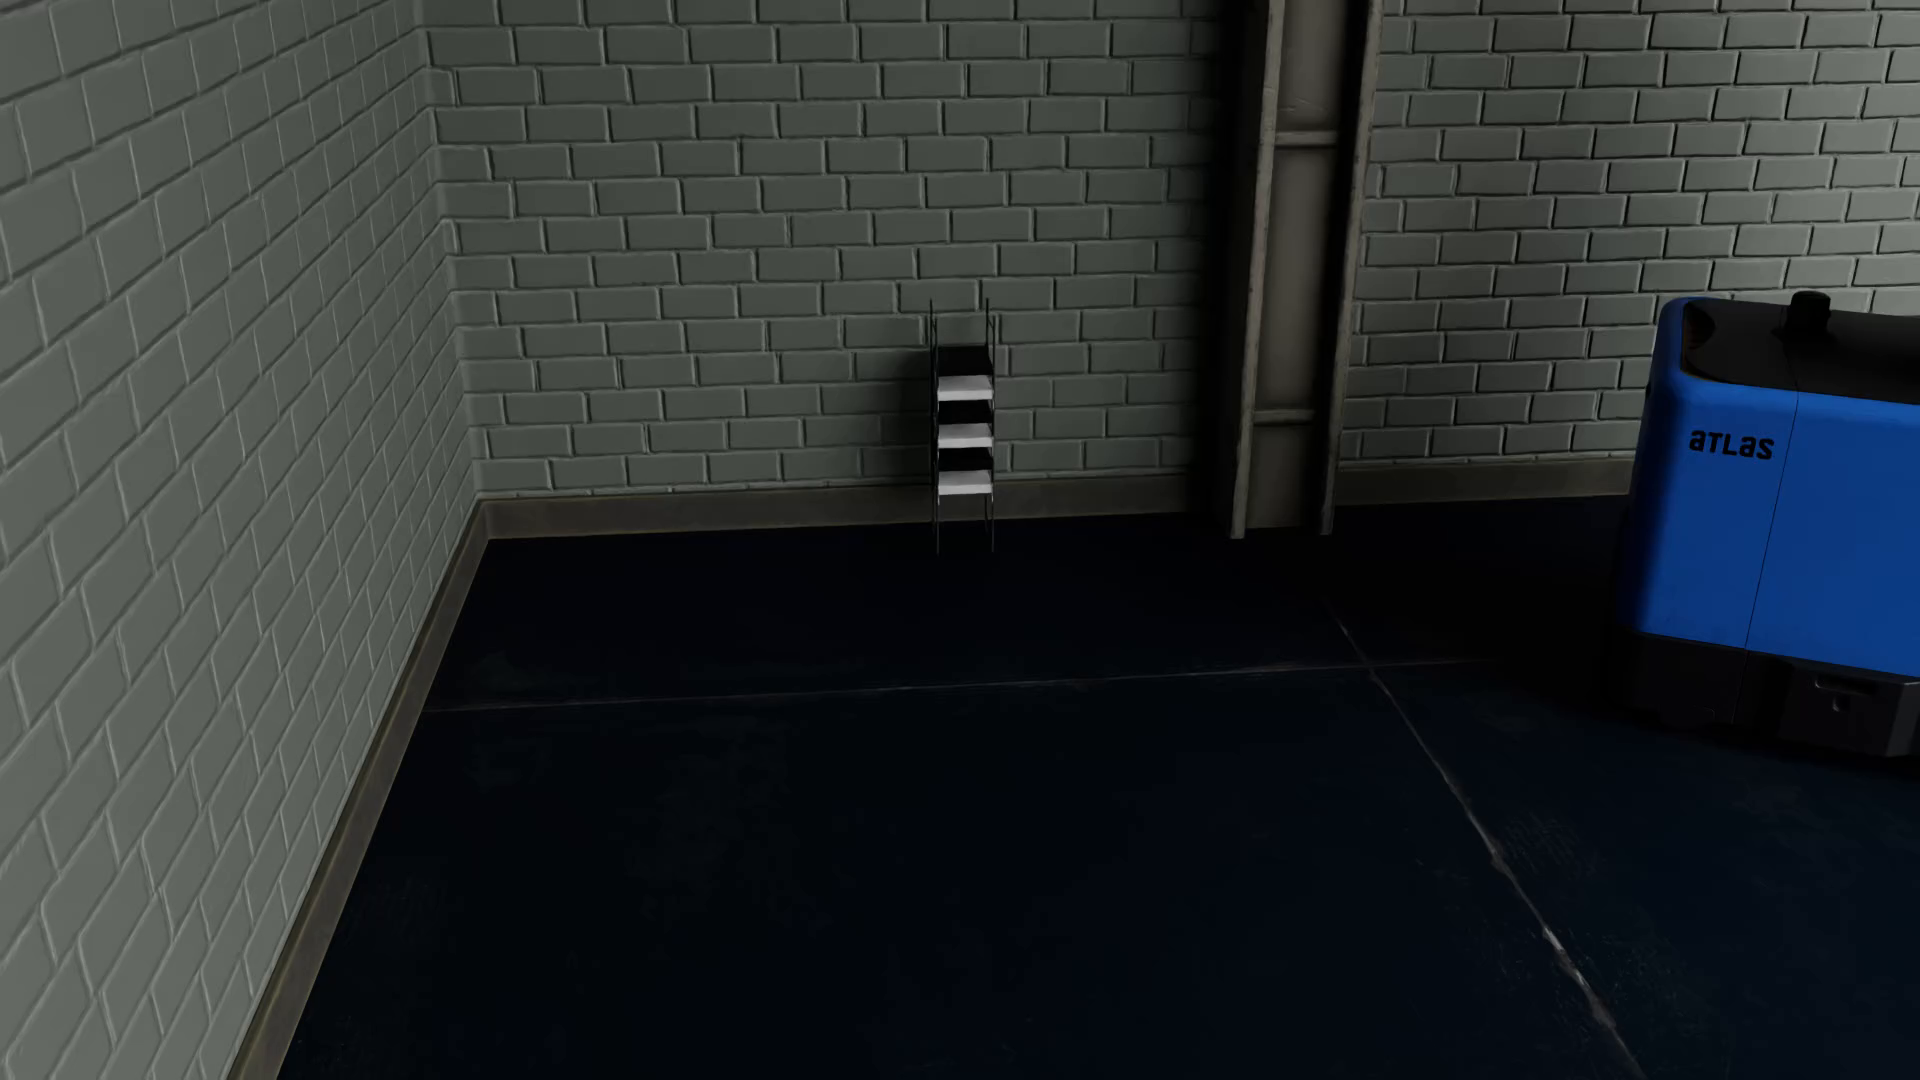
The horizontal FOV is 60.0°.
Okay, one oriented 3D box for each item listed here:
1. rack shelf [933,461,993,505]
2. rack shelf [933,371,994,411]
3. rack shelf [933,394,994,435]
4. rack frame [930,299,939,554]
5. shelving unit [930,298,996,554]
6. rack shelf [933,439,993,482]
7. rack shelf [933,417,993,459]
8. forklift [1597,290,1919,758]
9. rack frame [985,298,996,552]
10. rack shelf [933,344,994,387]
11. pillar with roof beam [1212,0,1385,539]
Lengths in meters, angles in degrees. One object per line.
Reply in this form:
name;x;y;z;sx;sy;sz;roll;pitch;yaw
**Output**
rack shelf;0.008;-0.217;6.155;0.200;0.077;0.258;-2;24;-5
rack shelf;0.008;-0.546;6.008;0.200;0.077;0.258;-2;24;-5
rack shelf;0.008;-0.463;6.045;0.200;0.077;0.258;-2;24;-5
rack frame;-0.093;-0.407;6.059;0.006;0.900;0.240;-2;24;-5
shelving unit;0.008;-0.412;6.068;0.210;0.900;0.258;-2;24;-5
rack shelf;0.008;-0.299;6.118;0.200;0.077;0.258;-2;24;-5
rack shelf;0.008;-0.381;6.081;0.200;0.077;0.258;-2;24;-5
forklift;3.506;-0.756;4.342;3.031;2.935;1.130;9;26;20
rack frame;0.109;-0.416;6.077;0.006;0.900;0.240;-2;24;-5
rack shelf;0.008;-0.628;5.972;0.200;0.077;0.258;-2;24;-5
pillar with roof beam;1.620;-2.446;0.675;0.400;9.000;9.100;-2;24;-5
